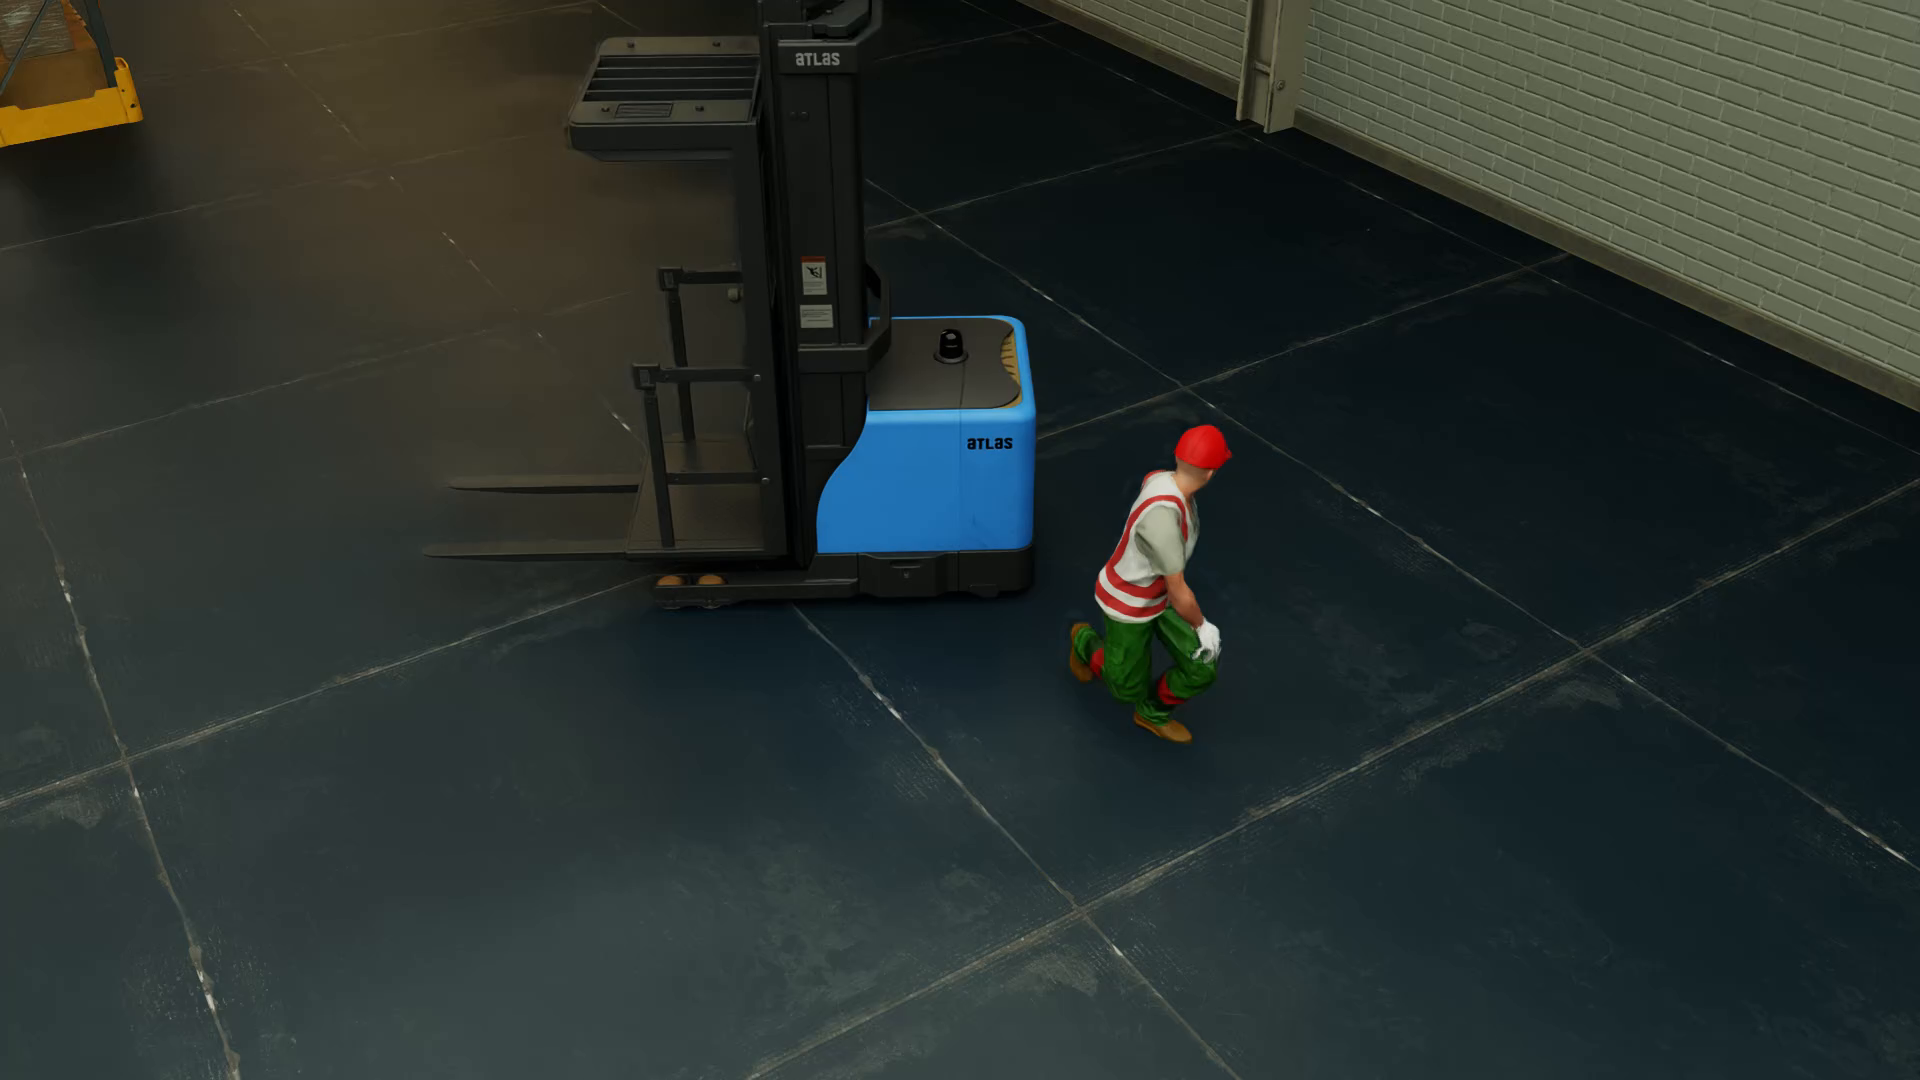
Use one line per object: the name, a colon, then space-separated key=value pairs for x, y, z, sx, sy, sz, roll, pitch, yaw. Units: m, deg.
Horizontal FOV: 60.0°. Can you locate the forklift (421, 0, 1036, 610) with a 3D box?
forklift: x=-1.159 y=-1.166 z=7.808 sx=3.031 sy=2.935 sz=1.130 roll=-1 pitch=35 yaw=-2

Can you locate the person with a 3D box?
person: x=0.845 y=0.165 z=7.147 sx=0.843 sy=1.553 sz=0.662 roll=26 pitch=43 yaw=32
